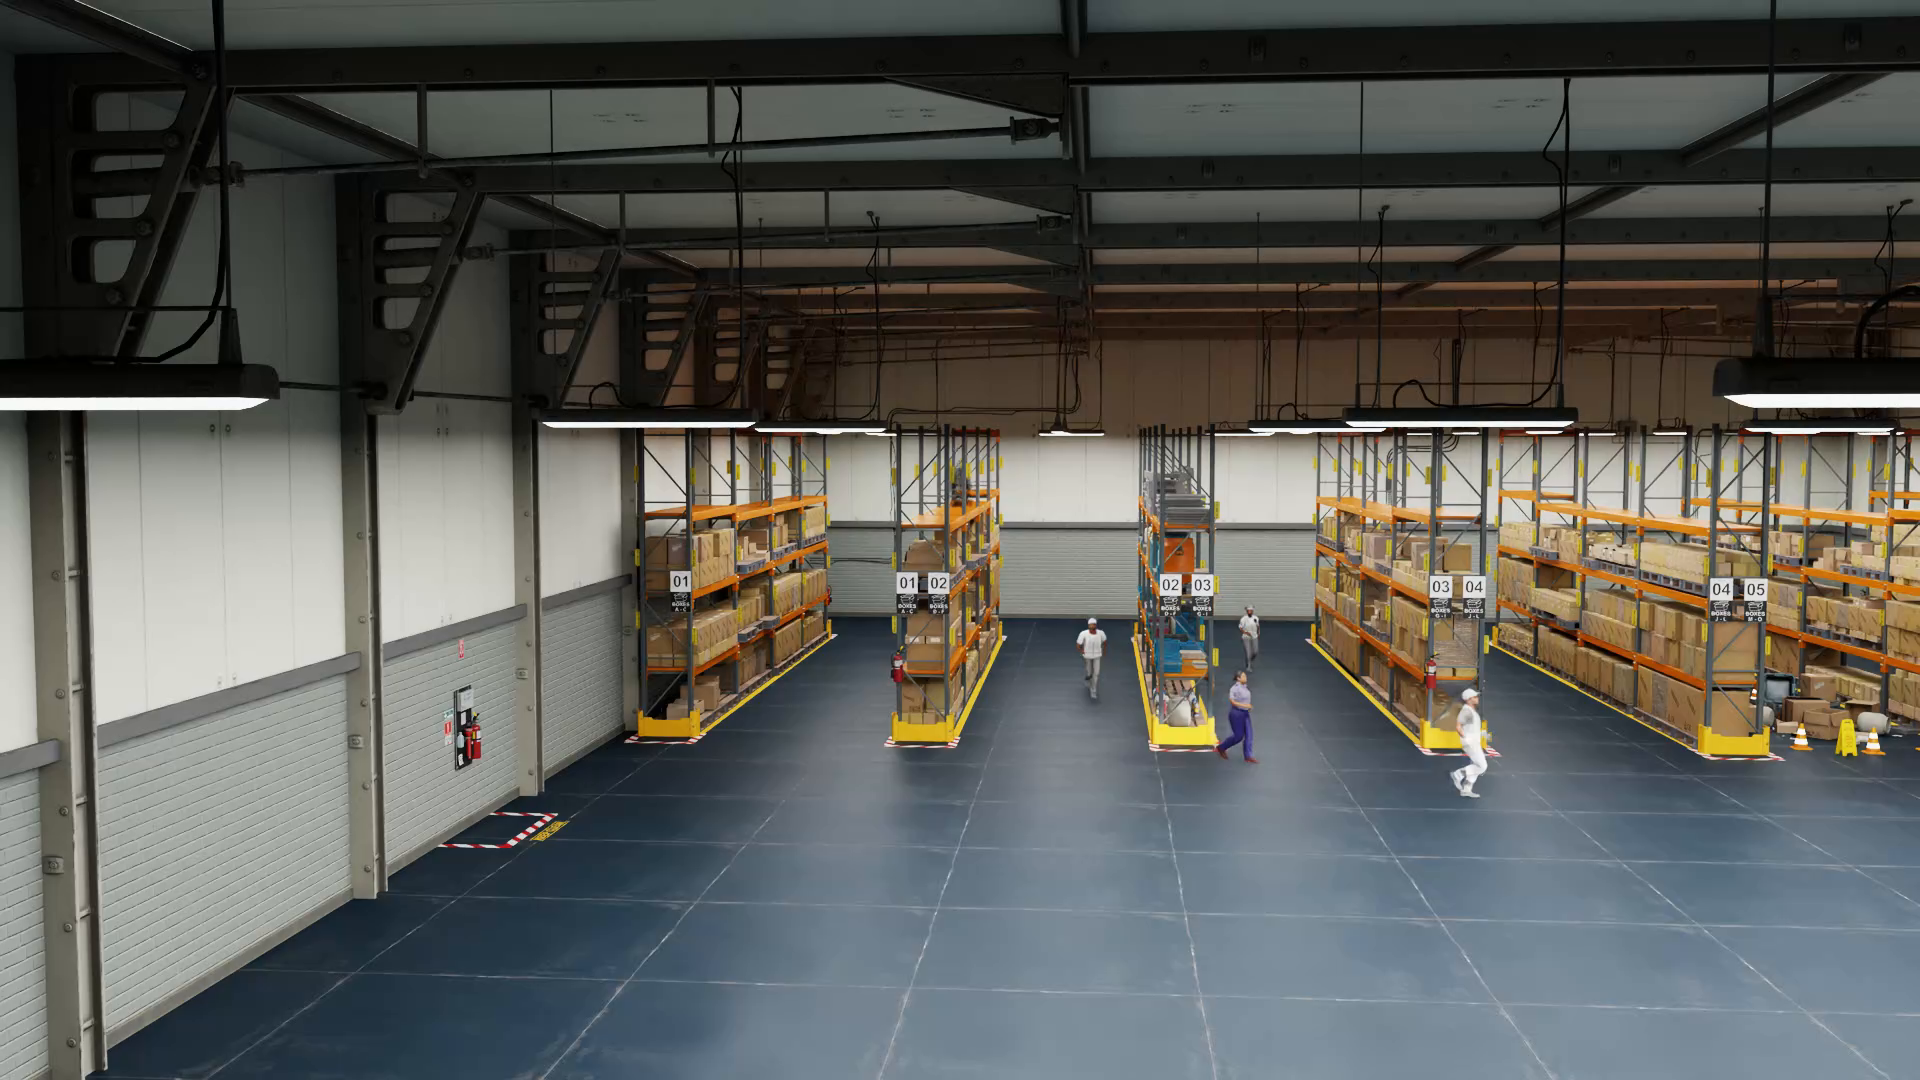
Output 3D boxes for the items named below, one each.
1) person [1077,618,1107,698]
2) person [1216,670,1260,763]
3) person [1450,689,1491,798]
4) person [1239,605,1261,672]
[{"bbox_3d":[2.952,2.615,37.079,0.709,1.765,0.824,0,3,-3],"label":"person"},{"bbox_3d":[4.927,3.114,29.397,0.782,1.636,0.627,2,4,32],"label":"person"},{"bbox_3d":[8.147,3.242,26.523,0.594,1.735,0.661,2,4,25],"label":"person"},{"bbox_3d":[7.133,2.418,40.788,0.570,1.661,0.553,0,3,-6],"label":"person"}]
